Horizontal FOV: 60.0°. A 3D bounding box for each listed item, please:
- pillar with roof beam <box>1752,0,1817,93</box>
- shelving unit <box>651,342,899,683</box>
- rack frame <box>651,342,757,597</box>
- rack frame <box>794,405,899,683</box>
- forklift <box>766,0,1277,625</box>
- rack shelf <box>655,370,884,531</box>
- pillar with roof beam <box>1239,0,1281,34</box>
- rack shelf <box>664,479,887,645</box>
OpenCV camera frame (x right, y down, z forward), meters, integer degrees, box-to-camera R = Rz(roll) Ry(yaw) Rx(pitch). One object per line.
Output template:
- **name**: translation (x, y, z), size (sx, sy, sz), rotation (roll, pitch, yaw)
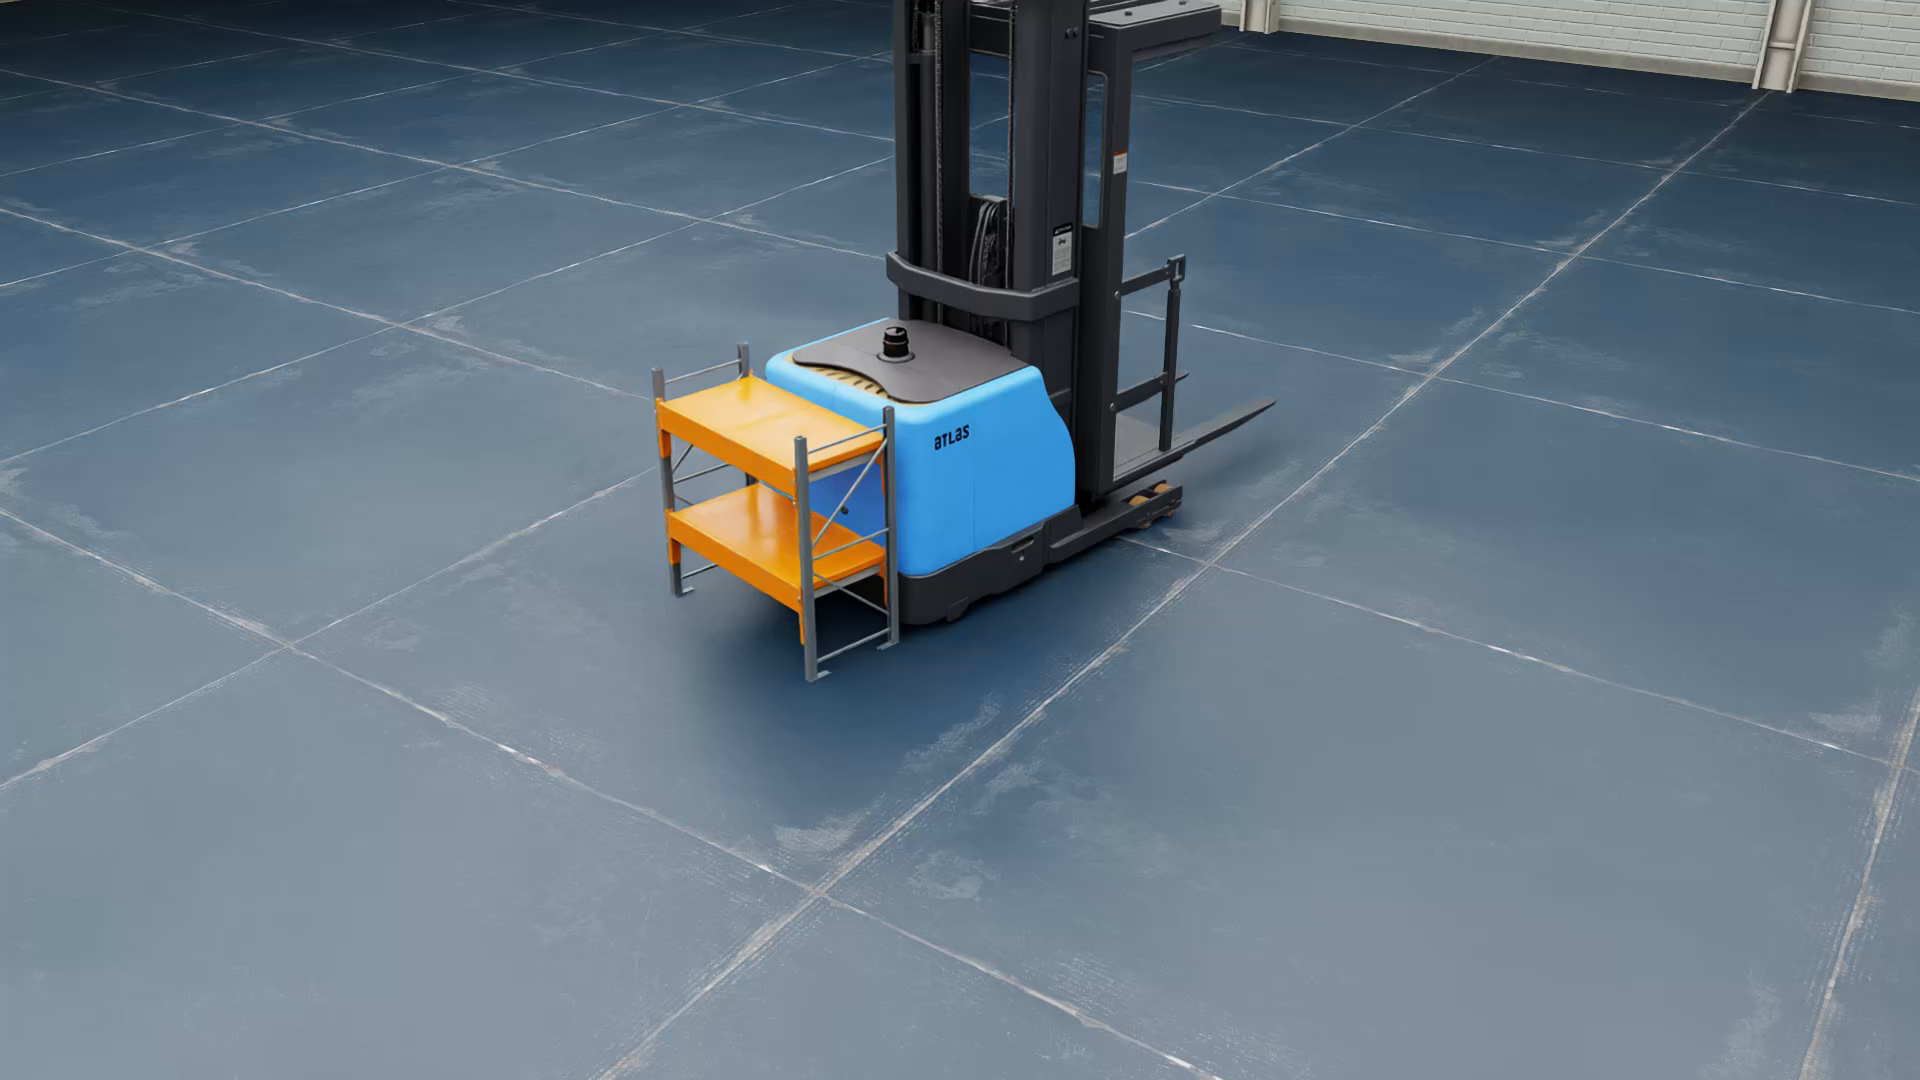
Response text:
- **pillar with roof beam**: translation (6.236, -7.214, 12.504), size (0.400, 9.000, 9.100), rotation (17, 32, 30)
- **shelving unit**: translation (-0.806, -0.146, 7.296), size (0.538, 1.125, 1.048), rotation (-23, 35, -37)
- **rack frame**: translation (-1.150, -0.316, 7.630), size (0.500, 1.125, 0.032), rotation (-23, 35, -37)
- **rack frame**: translation (-0.463, 0.024, 6.962), size (0.500, 1.125, 0.032), rotation (-23, 35, -37)
- **forklift**: translation (0.488, -1.506, 7.977), size (1.130, 2.935, 3.031), rotation (24, 35, 38)
- **rack shelf**: translation (-0.806, -0.407, 7.164), size (0.538, 0.278, 1.000), rotation (-23, 35, -37)
- **pillar with roof beam**: translation (1.291, -8.755, 15.531), size (0.400, 9.000, 9.100), rotation (17, 32, 30)
- **rack shelf**: translation (-0.806, 0.072, 7.407), size (0.538, 0.278, 1.000), rotation (-23, 35, -37)
